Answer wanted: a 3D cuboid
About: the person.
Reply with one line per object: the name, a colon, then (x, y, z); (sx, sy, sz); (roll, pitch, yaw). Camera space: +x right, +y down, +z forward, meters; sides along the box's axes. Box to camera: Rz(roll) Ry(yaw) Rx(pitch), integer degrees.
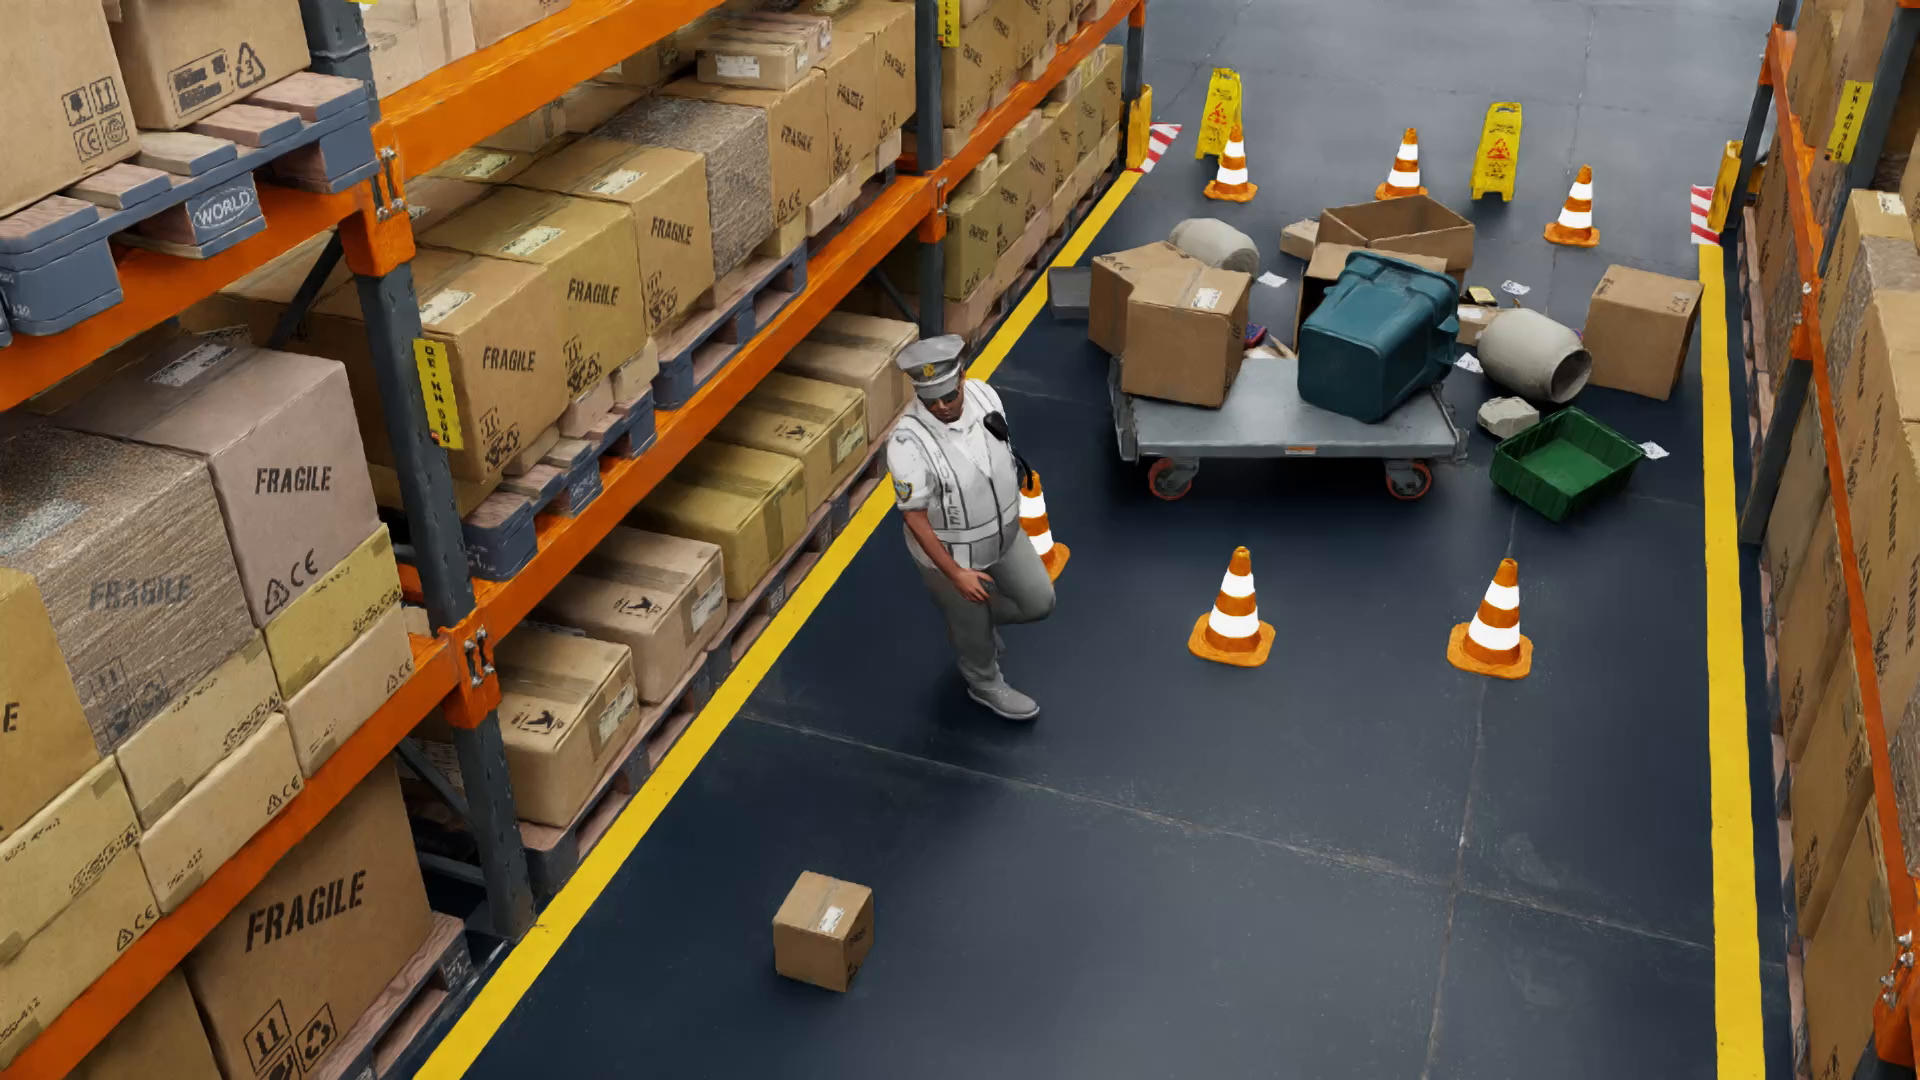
person: (0.011, -0.026, 6.189); (0.690, 1.696, 0.531); (-26, 41, -34)
